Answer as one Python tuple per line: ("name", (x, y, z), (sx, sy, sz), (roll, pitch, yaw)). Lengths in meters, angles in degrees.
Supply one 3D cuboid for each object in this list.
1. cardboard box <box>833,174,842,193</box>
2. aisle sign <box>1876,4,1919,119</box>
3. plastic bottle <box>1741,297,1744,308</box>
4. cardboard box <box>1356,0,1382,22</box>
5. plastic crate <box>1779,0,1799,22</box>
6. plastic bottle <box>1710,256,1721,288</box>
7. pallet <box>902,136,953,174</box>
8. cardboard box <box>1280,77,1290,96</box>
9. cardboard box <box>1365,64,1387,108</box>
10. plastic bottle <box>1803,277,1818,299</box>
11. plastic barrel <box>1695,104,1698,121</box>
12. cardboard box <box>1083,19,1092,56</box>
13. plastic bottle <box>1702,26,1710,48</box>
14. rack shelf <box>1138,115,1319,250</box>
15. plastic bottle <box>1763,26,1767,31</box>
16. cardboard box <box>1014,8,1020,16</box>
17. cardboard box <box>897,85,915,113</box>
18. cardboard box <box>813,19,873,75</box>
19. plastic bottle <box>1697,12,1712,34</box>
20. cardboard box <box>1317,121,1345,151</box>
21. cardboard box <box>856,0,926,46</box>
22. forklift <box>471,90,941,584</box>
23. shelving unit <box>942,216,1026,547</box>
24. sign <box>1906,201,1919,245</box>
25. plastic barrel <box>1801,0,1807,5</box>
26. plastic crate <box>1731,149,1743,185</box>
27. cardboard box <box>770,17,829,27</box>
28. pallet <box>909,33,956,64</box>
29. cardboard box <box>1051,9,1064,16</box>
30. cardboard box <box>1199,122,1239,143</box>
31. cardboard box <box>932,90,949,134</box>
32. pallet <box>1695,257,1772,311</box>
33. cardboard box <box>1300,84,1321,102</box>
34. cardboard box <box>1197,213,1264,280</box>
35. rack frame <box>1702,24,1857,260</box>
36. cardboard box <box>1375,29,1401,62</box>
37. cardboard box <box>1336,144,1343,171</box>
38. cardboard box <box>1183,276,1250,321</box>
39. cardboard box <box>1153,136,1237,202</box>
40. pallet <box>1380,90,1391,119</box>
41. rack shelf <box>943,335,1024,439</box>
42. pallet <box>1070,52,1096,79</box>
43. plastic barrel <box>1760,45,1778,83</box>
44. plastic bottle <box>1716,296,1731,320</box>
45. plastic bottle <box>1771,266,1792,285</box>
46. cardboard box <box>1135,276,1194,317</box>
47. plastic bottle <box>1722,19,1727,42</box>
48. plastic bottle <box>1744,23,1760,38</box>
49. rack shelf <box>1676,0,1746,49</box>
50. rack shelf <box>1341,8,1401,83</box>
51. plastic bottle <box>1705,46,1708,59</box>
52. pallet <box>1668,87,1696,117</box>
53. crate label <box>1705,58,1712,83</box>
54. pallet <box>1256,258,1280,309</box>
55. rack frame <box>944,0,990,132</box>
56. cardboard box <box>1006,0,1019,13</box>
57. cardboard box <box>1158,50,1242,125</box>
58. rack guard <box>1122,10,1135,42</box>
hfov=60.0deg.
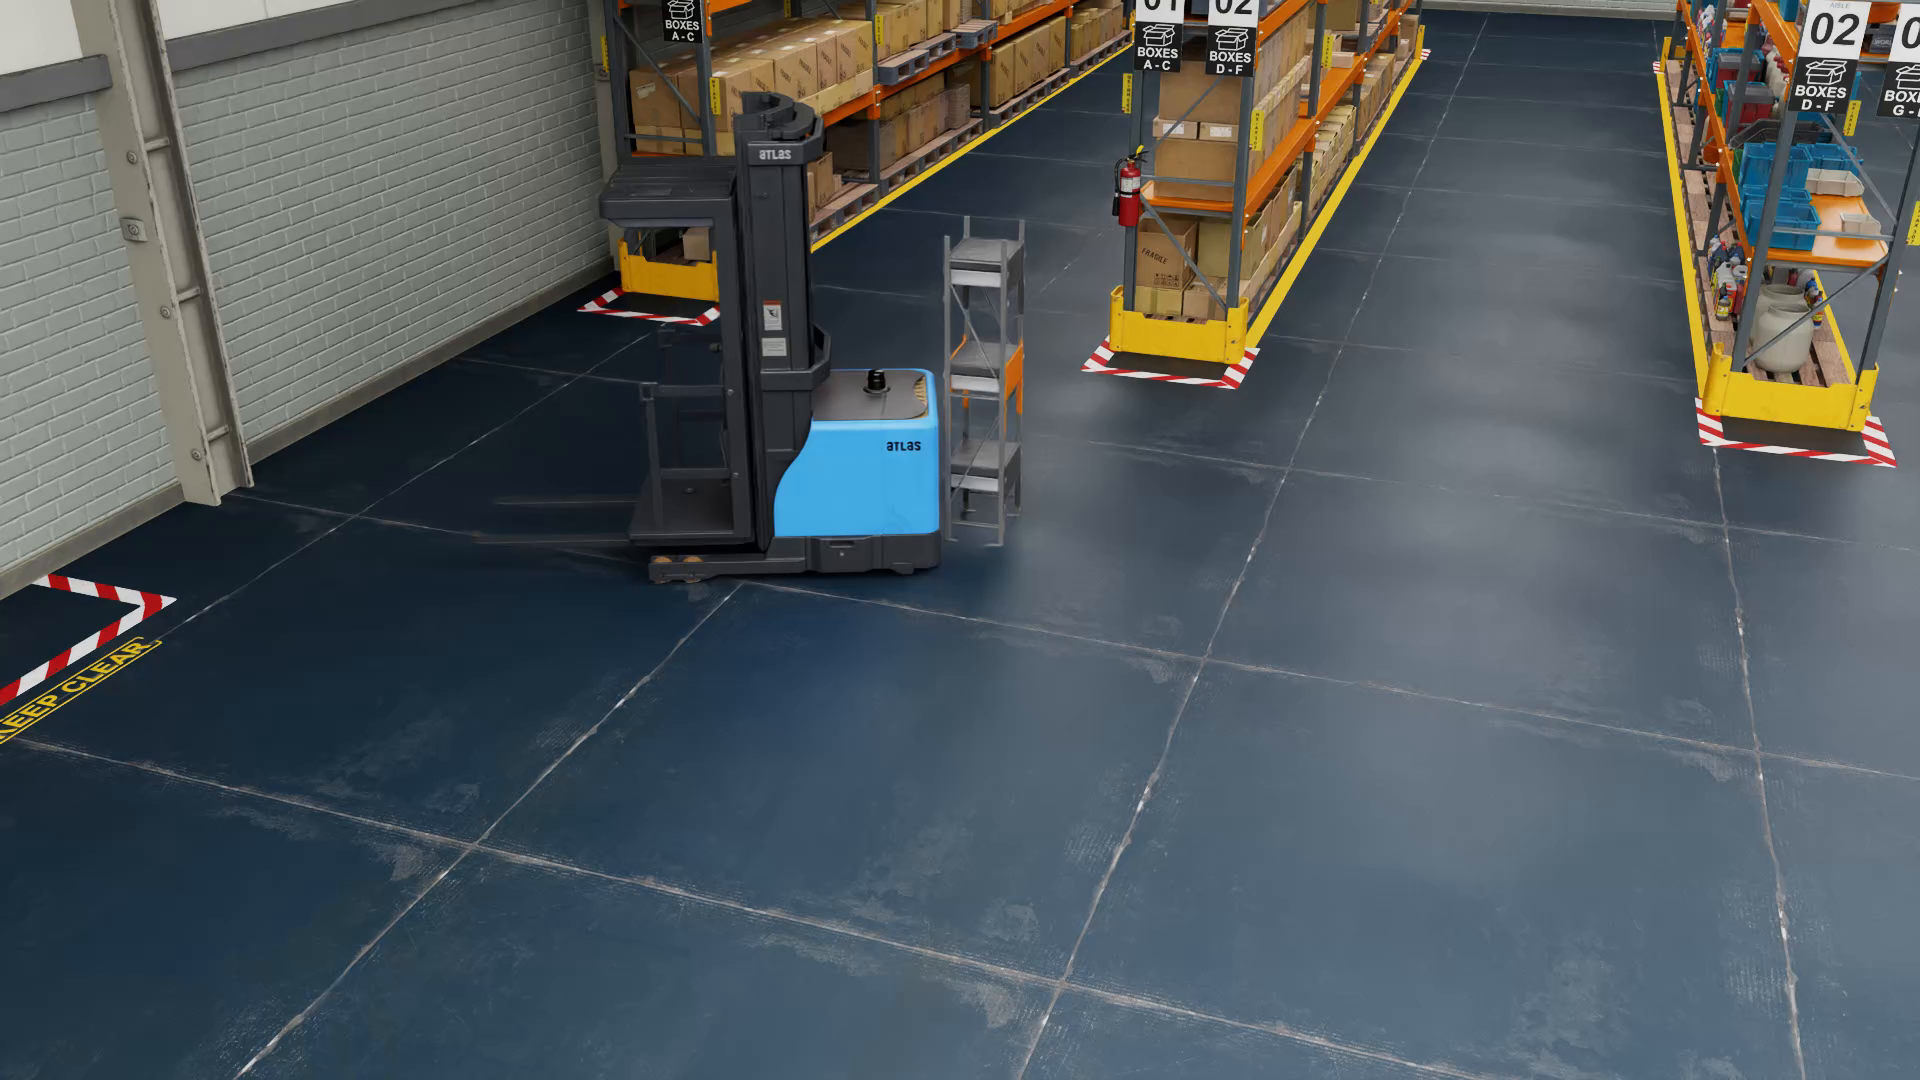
("cardboard box", (-1.571, -4.088, 18.997), (0.380, 0.166, 0.250), (5, 26, 11))
("aisle sign", (6.842, -3.407, 11.861), (0.394, 0.787, 0.004), (9, 27, 17))
("plastic bottle", (7.067, -2.212, 15.082), (0.097, 0.201, 0.097), (0, 26, 0))
("cardboard box", (5.170, -7.173, 22.027), (0.700, 0.500, 0.500), (14, 29, 27))
("plastic crate", (6.940, -4.479, 13.634), (0.392, 0.384, 0.575), (9, 27, 17))
("plastic bottle", (7.104, -2.517, 15.618), (0.061, 0.283, 0.133), (10, 28, 20))
("pallet", (-0.759, -4.957, 21.246), (1.003, 0.211, 1.213), (9, 27, 17))
("cardboard box", (2.939, -4.345, 15.922), (0.380, 0.149, 0.250), (10, 27, 19))
("cardboard box", (5.680, -6.380, 23.349), (0.500, 0.500, 0.500), (9, 27, 18))
("plastic bottle", (7.702, -2.244, 15.068), (0.097, 0.271, 0.097), (0, 26, 0))
("plastic barrel", (10.150, -5.972, 22.069), (0.600, 0.901, 0.708), (9, 27, 17))
("cardboard box", (1.757, -8.239, 27.211), (0.700, 0.500, 0.500), (8, 27, 17))
("plastic bottle", (9.471, -6.372, 21.103), (0.061, 0.283, 0.133), (9, 27, 17))
("rack shelf", (2.586, -3.526, 15.917), (1.077, 0.370, 4.000), (9, 27, 17))
("plastic bottle", (10.345, -6.467, 21.307), (0.152, 0.276, 0.135), (9, 27, 17))
("cardboard box", (0.639, -7.563, 23.694), (0.380, 0.149, 0.250), (9, 27, 18))
("cardboard box", (-0.879, -5.500, 20.671), (0.500, 0.250, 0.500), (8, 27, 16))
("cardboard box", (-1.287, -5.429, 18.309), (0.500, 0.500, 0.500), (9, 27, 17))
("plastic bottle", (9.948, -6.899, 22.199), (0.152, 0.276, 0.135), (9, 27, 17))
("cardboard box", (4.303, -4.847, 19.849), (0.500, 0.311, 0.500), (9, 27, 17))
("cardboard box", (-0.838, -6.340, 20.283), (0.700, 0.500, 0.500), (13, 29, 24))
("forklift", (-1.653, -1.276, 10.521), (3.031, 2.935, 1.130), (-1, 26, -2))
("shelving unit", (0.158, -1.025, 10.958), (0.431, 2.100, 0.503), (7, 27, 13))
("sign", (7.107, -2.352, 12.347), (0.100, 0.325, 0.005), (9, 27, 17))
("plastic barrel", (6.849, -4.419, 12.795), (0.600, 0.588, 0.600), (0, 26, 0))
("plastic crate", (7.203, -3.340, 14.949), (0.450, 0.188, 0.662), (9, 27, 17))
("cardboard box", (-1.775, -5.505, 18.467), (0.500, 0.500, 0.500), (8, 27, 16))
("pallet", (-0.711, -6.127, 20.683), (1.003, 0.211, 1.213), (9, 27, 17))
("cardboard box", (1.611, -8.619, 27.252), (0.380, 0.149, 0.250), (8, 27, 16))
("cardboard box", (2.254, -3.495, 14.168), (0.380, 0.149, 0.250), (9, 27, 17))
("cardboard box", (-0.562, -5.607, 21.753), (0.700, 0.500, 0.500), (9, 27, 17))
("pallet", (7.658, -2.427, 16.021), (1.003, 0.211, 1.213), (9, 27, 17))
("cardboard box", (3.739, -4.894, 18.203), (0.380, 0.149, 0.250), (9, 27, 17))
("cardboard box", (2.473, -2.711, 15.220), (0.500, 0.500, 0.500), (9, 27, 17))
("rack frame", (7.921, -3.952, 15.971), (1.000, 3.000, 0.127), (9, 27, 17))
("cardboard box", (6.534, -7.807, 26.292), (0.797, 0.503, 0.637), (9, 27, 17))
("cardboard box", (4.299, -4.597, 19.976), (0.500, 0.250, 0.500), (9, 27, 19))
("cardboard box", (2.308, -2.168, 14.959), (0.500, 0.250, 0.500), (9, 27, 17))
("cardboard box", (2.087, -3.263, 14.433), (0.700, 0.500, 0.500), (9, 27, 17))
("pallet", (5.678, -6.365, 24.154), (1.003, 0.211, 1.213), (9, 27, 17))
("rack shelf", (0.158, -1.013, 10.964), (0.431, 0.518, 0.480), (7, 27, 13))
("pallet", (1.568, -7.723, 26.958), (1.003, 0.211, 1.213), (9, 27, 17))
("plastic barrel", (9.111, -5.193, 18.404), (0.421, 0.512, 0.421), (0, 26, 0))
("plastic bottle", (6.788, -2.065, 14.780), (0.097, 0.201, 0.097), (0, 26, 0))
("plastic bottle", (7.767, -2.550, 15.696), (0.152, 0.276, 0.135), (9, 27, 17))
("cardboard box", (1.820, -2.243, 15.114), (0.500, 0.250, 0.500), (9, 27, 17))
("plastic bottle", (9.905, -6.647, 21.678), (0.152, 0.276, 0.135), (9, 27, 17))
("plastic bottle", (10.388, -6.737, 21.780), (0.144, 0.351, 0.185), (9, 27, 17))
("rack shelf", (11.249, -7.738, 24.615), (1.077, 0.370, 4.000), (9, 27, 17))
("rack shelf", (5.248, -6.814, 22.707), (1.077, 0.370, 4.000), (9, 27, 17))
("plastic bottle", (9.214, -5.994, 20.417), (0.097, 0.201, 0.097), (0, 26, 0))
("pallet", (10.791, -6.293, 24.004), (1.003, 0.211, 1.213), (9, 27, 17))
("crate label", (8.758, -5.402, 19.157), (0.303, 0.233, 0.416), (9, 27, 17))
("pallet", (2.543, -2.593, 16.364), (1.003, 0.211, 1.213), (9, 27, 17))
("rack frame", (-0.090, -7.033, 22.333), (1.000, 3.000, 0.127), (9, 27, 17))
("cardboard box", (0.496, -7.597, 23.020), (0.500, 0.500, 0.500), (10, 27, 19))
("cardboard box", (2.105, -3.869, 14.195), (0.700, 0.500, 0.500), (9, 27, 18))
("rack guard", (2.580, -9.205, 29.688), (1.175, 0.500, 0.348), (9, 27, 17))
